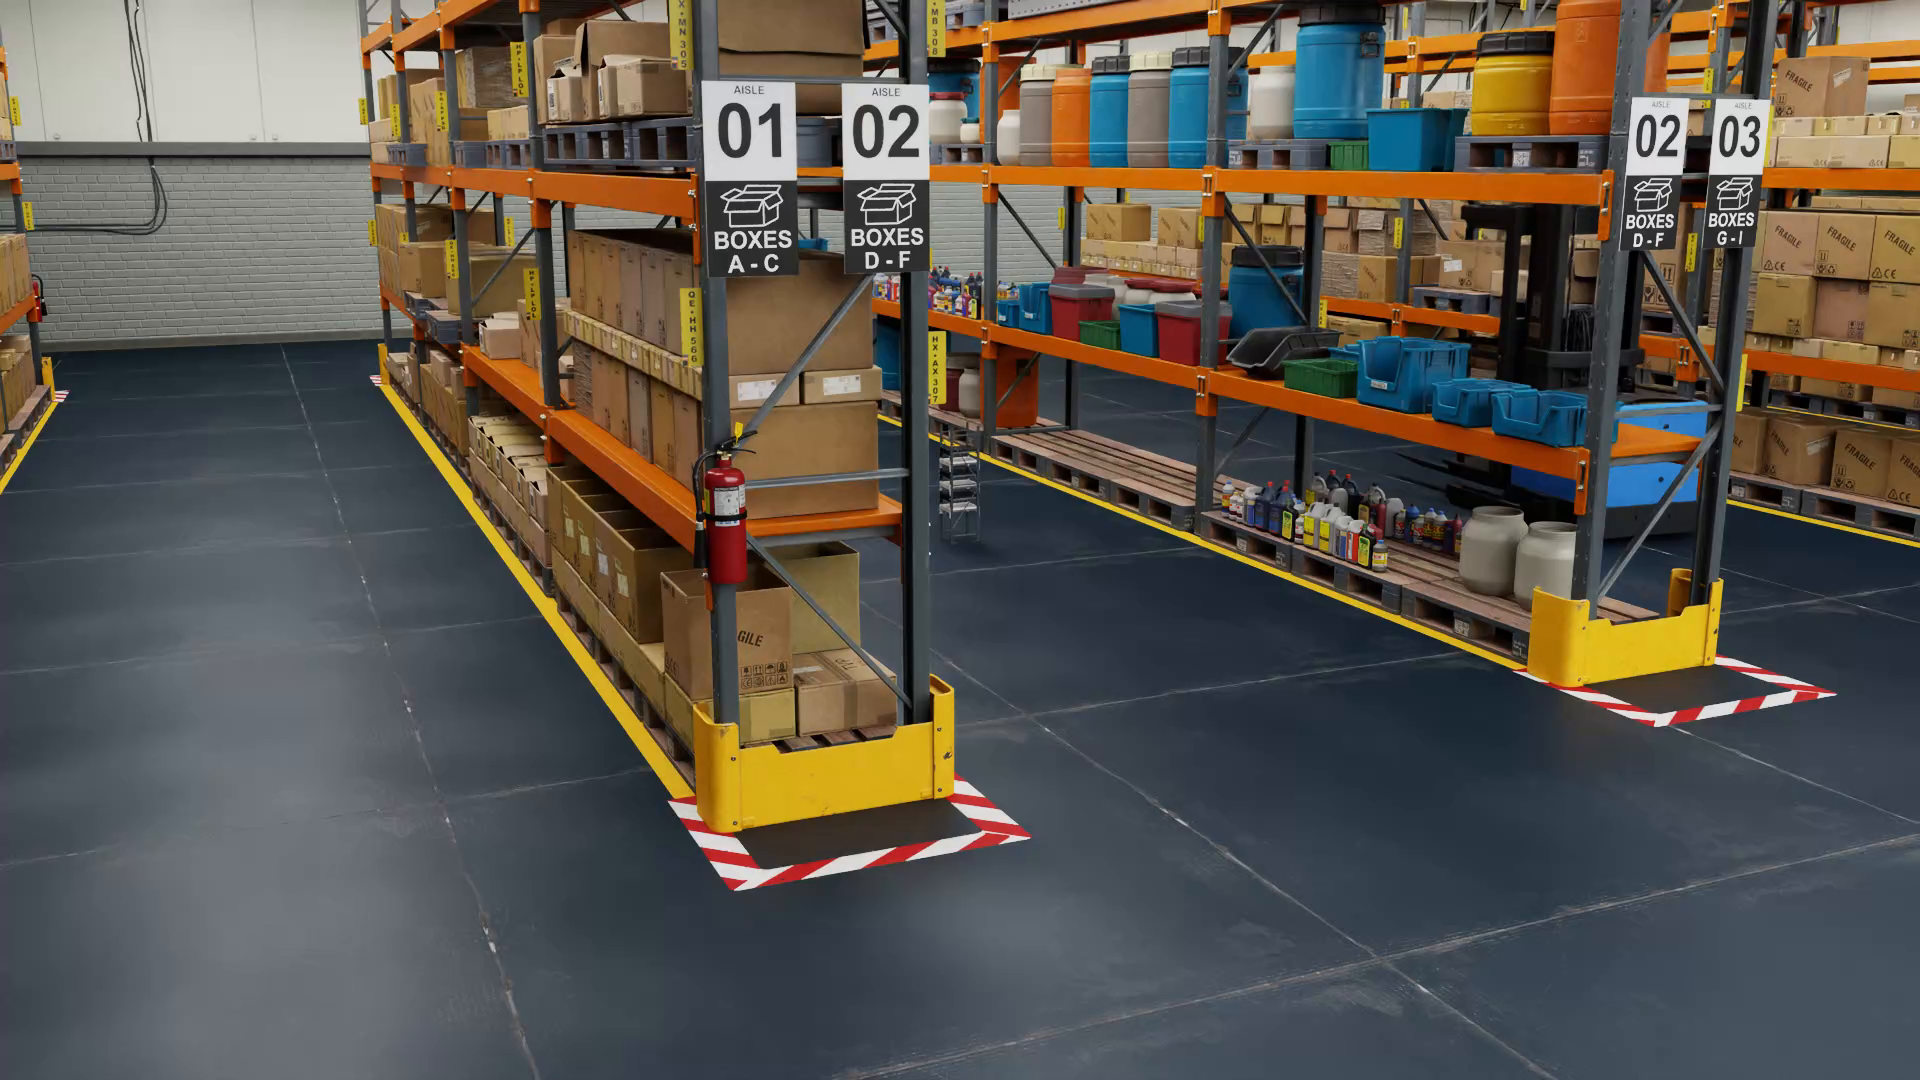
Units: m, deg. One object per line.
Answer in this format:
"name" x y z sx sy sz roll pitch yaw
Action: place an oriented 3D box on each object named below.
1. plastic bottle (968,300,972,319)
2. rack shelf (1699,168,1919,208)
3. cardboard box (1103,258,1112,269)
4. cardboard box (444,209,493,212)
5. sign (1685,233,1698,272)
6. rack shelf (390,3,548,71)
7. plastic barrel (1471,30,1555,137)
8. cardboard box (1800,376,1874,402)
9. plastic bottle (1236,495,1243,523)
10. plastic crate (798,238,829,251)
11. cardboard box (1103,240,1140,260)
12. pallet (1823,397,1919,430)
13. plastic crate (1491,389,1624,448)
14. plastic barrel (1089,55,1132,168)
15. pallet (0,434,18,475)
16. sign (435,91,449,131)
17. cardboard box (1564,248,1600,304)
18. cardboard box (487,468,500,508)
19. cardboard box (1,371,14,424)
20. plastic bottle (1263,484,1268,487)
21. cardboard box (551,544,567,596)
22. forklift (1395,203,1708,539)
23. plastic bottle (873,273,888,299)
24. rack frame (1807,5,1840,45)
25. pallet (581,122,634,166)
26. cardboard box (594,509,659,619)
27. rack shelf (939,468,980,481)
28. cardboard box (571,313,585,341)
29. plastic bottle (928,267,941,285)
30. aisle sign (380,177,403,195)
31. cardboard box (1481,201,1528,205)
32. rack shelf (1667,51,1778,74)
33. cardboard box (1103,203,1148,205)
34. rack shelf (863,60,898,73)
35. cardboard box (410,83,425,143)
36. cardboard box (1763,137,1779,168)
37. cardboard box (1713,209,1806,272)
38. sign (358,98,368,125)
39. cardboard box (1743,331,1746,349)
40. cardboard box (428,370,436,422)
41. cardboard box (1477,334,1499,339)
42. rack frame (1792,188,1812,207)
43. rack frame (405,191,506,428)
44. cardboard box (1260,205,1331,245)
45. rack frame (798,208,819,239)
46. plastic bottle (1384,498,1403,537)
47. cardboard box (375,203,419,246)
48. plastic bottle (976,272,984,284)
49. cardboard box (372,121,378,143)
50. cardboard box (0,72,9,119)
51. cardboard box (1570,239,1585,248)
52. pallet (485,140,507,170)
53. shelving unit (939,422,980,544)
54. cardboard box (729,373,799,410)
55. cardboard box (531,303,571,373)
"plastic bottle" 0.133 -2.335 16.748 0.097 0.201 0.097 0 13 0
"rack shelf" 7.657 -2.680 12.741 1.077 0.370 4.000 -6 14 -23
"cardboard box" 2.302 -4.024 24.161 0.380 0.149 0.250 -6 14 -24
"cardboard box" -5.565 -3.506 18.929 0.500 0.500 0.500 -6 14 -25
"sign" 6.348 -2.496 14.433 0.100 0.325 0.005 -6 14 -23
"rack shelf" -4.626 -4.705 15.726 1.077 0.370 4.000 -6 14 -23
"plastic barrel" 3.347 -2.690 9.841 0.600 0.588 0.600 0 13 0
"cardboard box" 10.353 -2.030 19.048 1.050 0.750 0.750 -5 14 -22
"plastic bottle" 2.125 -0.239 12.479 0.097 0.201 0.097 0 13 0
"plastic crate" -2.184 -4.008 23.325 0.616 0.435 0.499 -6 14 -23
"cardboard box" 2.406 -4.199 24.033 0.500 0.250 0.500 -6 14 -25
"pallet" 10.570 -1.456 18.693 1.003 0.211 1.213 -6 14 -23
"plastic crate" 3.445 -0.713 9.626 0.499 0.251 0.616 -6 14 -23
"plastic barrel" 1.391 -3.596 13.992 0.600 0.901 0.708 -6 14 -23
"pallet" -9.587 -0.782 15.780 1.003 0.211 1.213 -6 14 -23
"sign" -4.323 -3.580 13.885 0.100 0.325 0.005 -6 14 -23
"cardboard box" 6.077 -2.587 16.236 0.797 0.503 0.637 -4 14 -17
"cardboard box" -3.468 -0.435 13.262 0.500 0.250 0.500 -6 14 -24
"cardboard box" -10.170 -1.444 17.067 0.700 0.500 0.500 -5 14 -22
"plastic bottle" 2.295 -0.266 12.416 0.061 0.283 0.133 -6 14 -23
"cardboard box" -2.315 0.170 10.651 0.500 0.250 0.500 -6 14 -23
"forklift" 4.808 -1.719 13.796 1.130 2.935 3.031 -4 14 -17
"plastic bottle" -0.904 -2.922 19.117 0.152 0.276 0.135 -6 14 -23
"rack frame" 15.675 -8.729 30.627 1.000 3.000 0.127 -6 14 -23
"pallet" -1.373 -2.081 8.753 1.003 0.211 1.213 -6 14 -23
"cardboard box" -1.721 0.115 9.224 0.500 0.500 0.500 -6 14 -23
"rack shelf" -0.003 -0.495 12.763 0.258 0.077 0.200 -6 14 -23
"cardboard box" -2.192 -1.328 10.297 0.380 0.149 0.250 -5 14 -22
"plastic bottle" -0.277 -2.952 19.083 0.144 0.351 0.185 -6 14 -23
"aisle sign" -7.326 -4.822 21.286 0.394 0.787 0.004 -6 14 -23
"cardboard box" 7.800 -4.816 23.926 0.500 0.500 0.500 -6 14 -25
"rack shelf" 9.037 -6.027 21.434 1.077 0.370 4.000 -6 14 -23
"cardboard box" 2.485 -4.822 25.062 0.500 0.500 0.500 -5 14 -22
"rack shelf" -1.688 -5.979 21.227 1.077 0.370 4.000 -6 14 -23
"cardboard box" -5.293 -4.394 17.175 0.600 0.600 0.600 -7 15 -28
"cardboard box" 6.801 -3.255 13.960 0.500 0.250 0.500 -6 14 -25
"cardboard box" 6.803 -2.547 14.125 0.500 0.500 0.500 -6 14 -23
"sign" -7.527 -5.406 20.984 0.100 0.325 0.005 -6 14 -23
"cardboard box" 6.754 -1.736 14.274 0.380 0.149 0.250 -6 14 -23
"cardboard box" -5.233 -1.507 17.295 0.500 0.500 0.500 -5 14 -22
"cardboard box" 7.767 -2.928 24.261 0.380 0.149 0.250 -5 14 -22
"rack frame" 9.838 -3.236 20.199 1.000 3.000 0.127 -6 14 -23
"rack frame" -5.427 -2.741 18.062 1.000 3.000 0.127 -6 14 -23
"cardboard box" 4.179 -3.899 20.616 0.797 0.503 0.637 -5 14 -22
"rack frame" -2.490 -4.014 23.562 1.000 3.000 0.127 -6 14 -23
"plastic bottle" 3.107 -0.175 12.039 0.152 0.276 0.135 -5 14 -22
"cardboard box" -7.094 -3.988 21.009 0.500 0.500 0.500 -5 14 -21
"plastic bottle" 0.222 -2.776 18.321 0.144 0.351 0.185 -6 14 -23
"cardboard box" -6.869 -4.966 20.245 0.500 0.250 0.500 -6 14 -23
"cardboard box" -11.024 -5.000 18.685 0.500 0.500 0.500 -6 14 -23
"cardboard box" 8.397 -3.951 22.254 0.380 0.149 0.250 -5 14 -21
"pallet" -3.021 -2.921 12.606 1.003 0.211 1.213 -5 14 -20
"shelving unit" -0.003 -0.440 12.776 0.258 0.900 0.210 -6 14 -23
"cardboard box" -0.948 -0.689 7.532 0.380 0.149 0.250 -6 14 -24
"cardboard box" -2.927 -1.510 12.518 0.500 0.500 0.500 -6 14 -23
